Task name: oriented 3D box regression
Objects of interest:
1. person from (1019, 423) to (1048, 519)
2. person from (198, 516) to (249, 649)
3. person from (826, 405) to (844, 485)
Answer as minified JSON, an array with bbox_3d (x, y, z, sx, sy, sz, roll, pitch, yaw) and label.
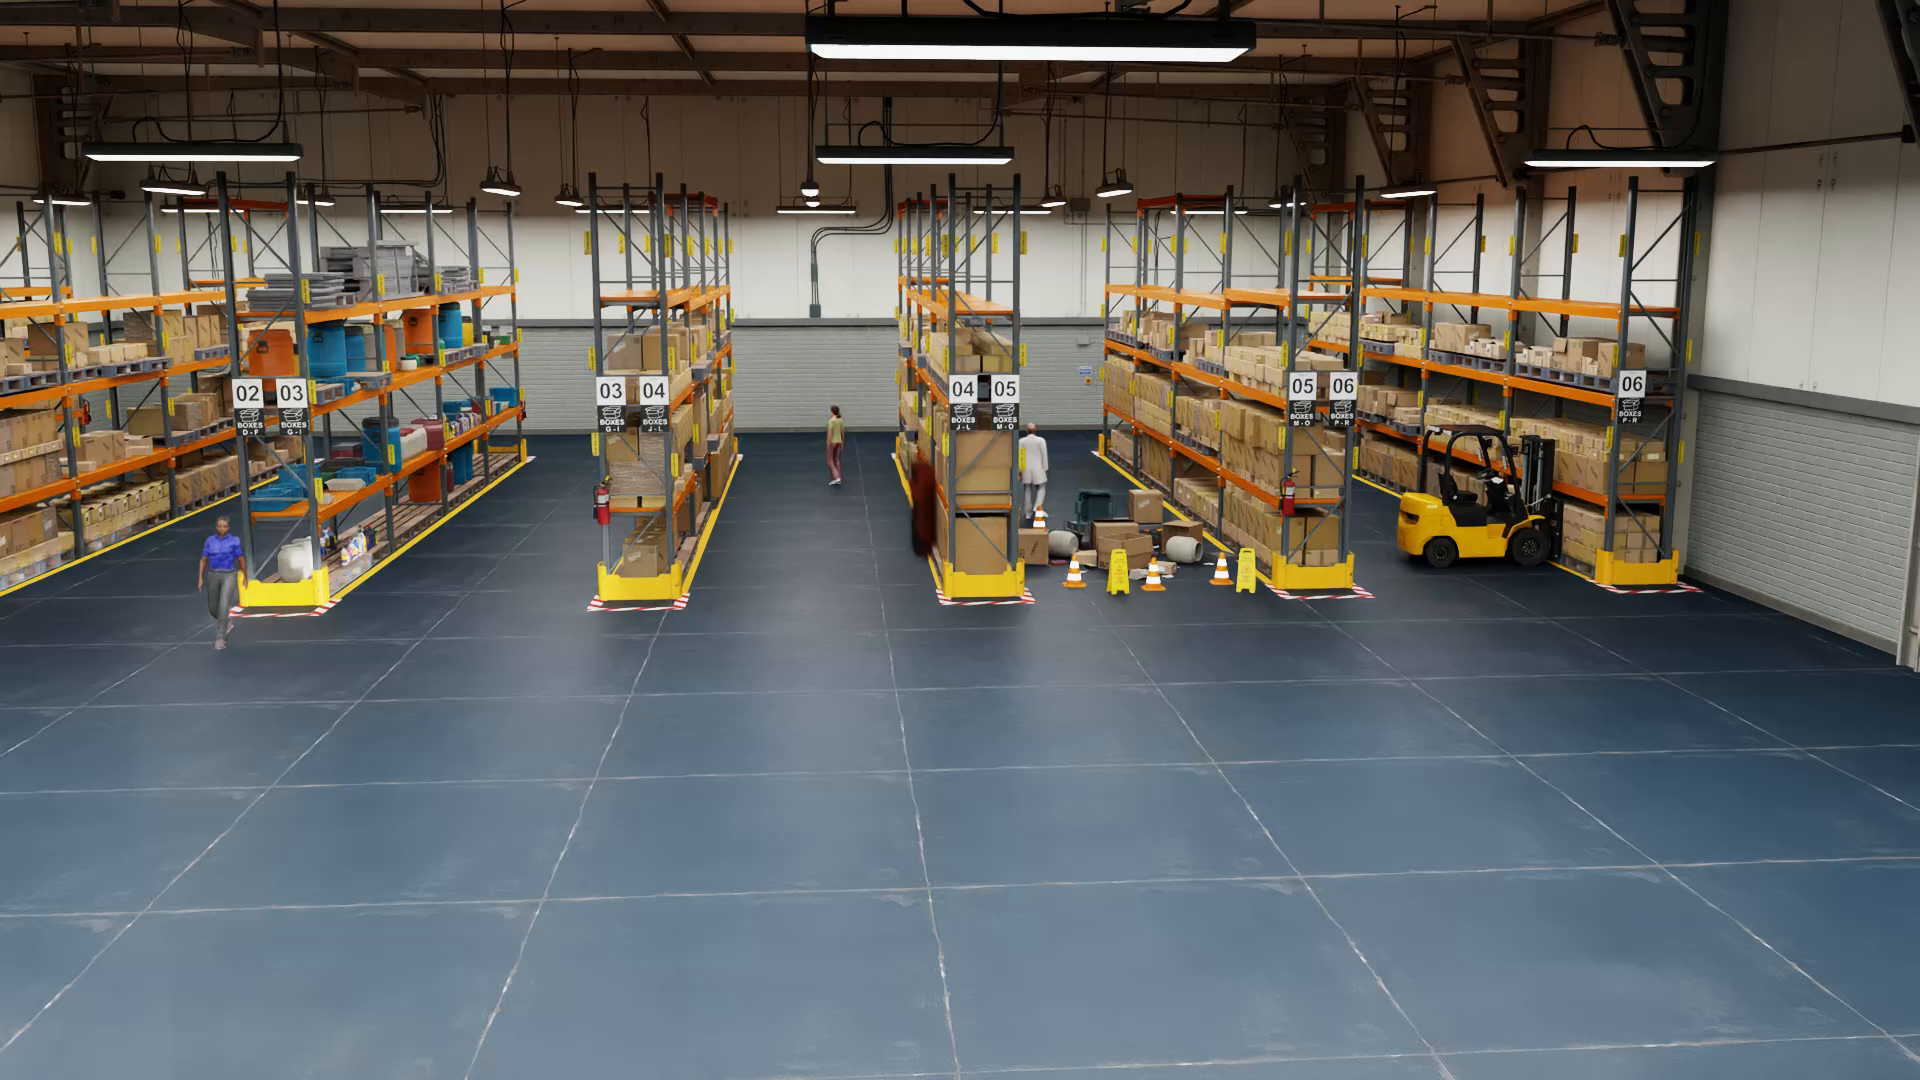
[{"bbox_3d":[1.329,-1.267,30.751,0.638,1.782,0.616,1,10,8],"label":"person"},{"bbox_3d":[-9.393,0.511,21.205,0.538,1.650,0.786,-2,10,-9],"label":"person"},{"bbox_3d":[-2.640,-2.004,35.375,0.405,1.721,0.486,9,14,42],"label":"person"}]
